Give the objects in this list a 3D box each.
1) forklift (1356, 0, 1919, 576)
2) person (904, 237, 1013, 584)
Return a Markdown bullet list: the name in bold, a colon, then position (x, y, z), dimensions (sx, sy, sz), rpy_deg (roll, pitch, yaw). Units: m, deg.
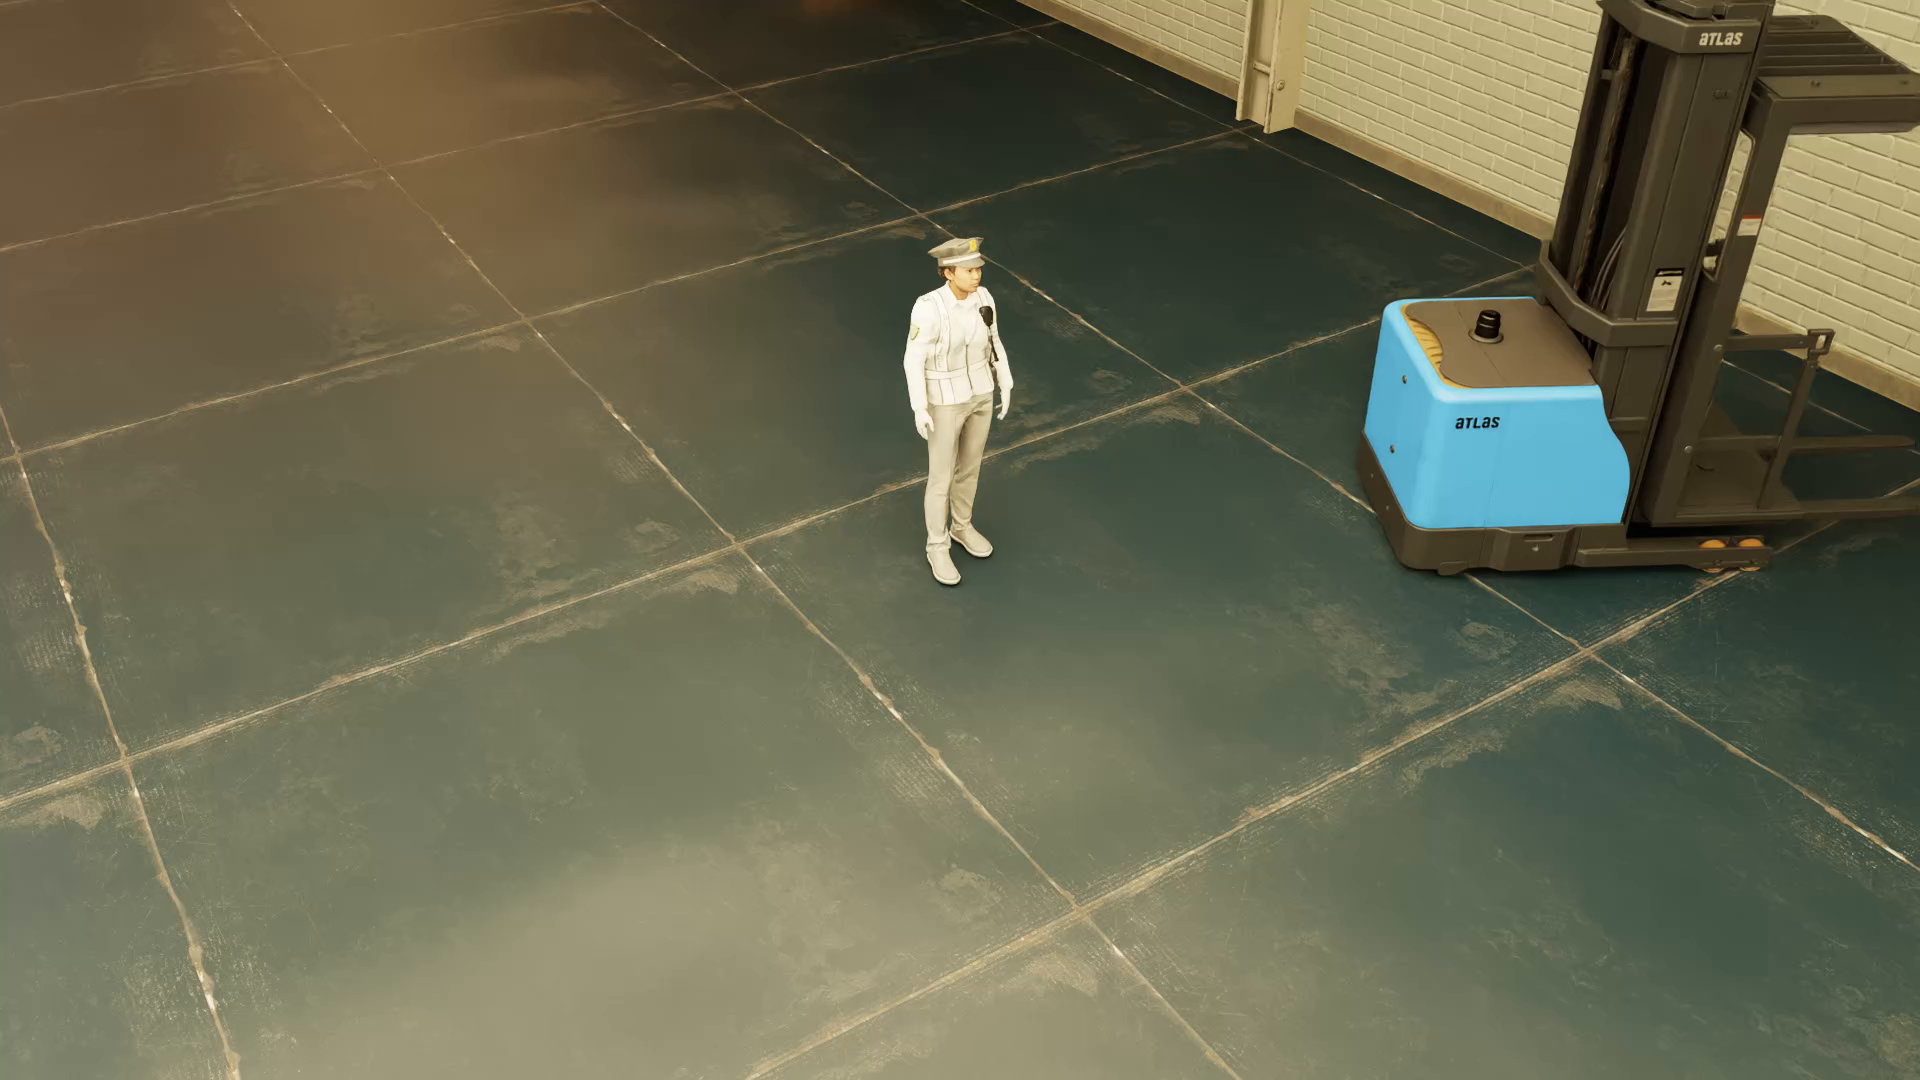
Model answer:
- **forklift**: position (3.710, -1.337, 8.050), dimensions (3.031, 2.935, 1.130), rpy_deg (-2, 35, -3)
- **person**: position (0.032, -0.664, 8.156), dimensions (0.588, 1.695, 0.531), rpy_deg (-21, 40, -27)
